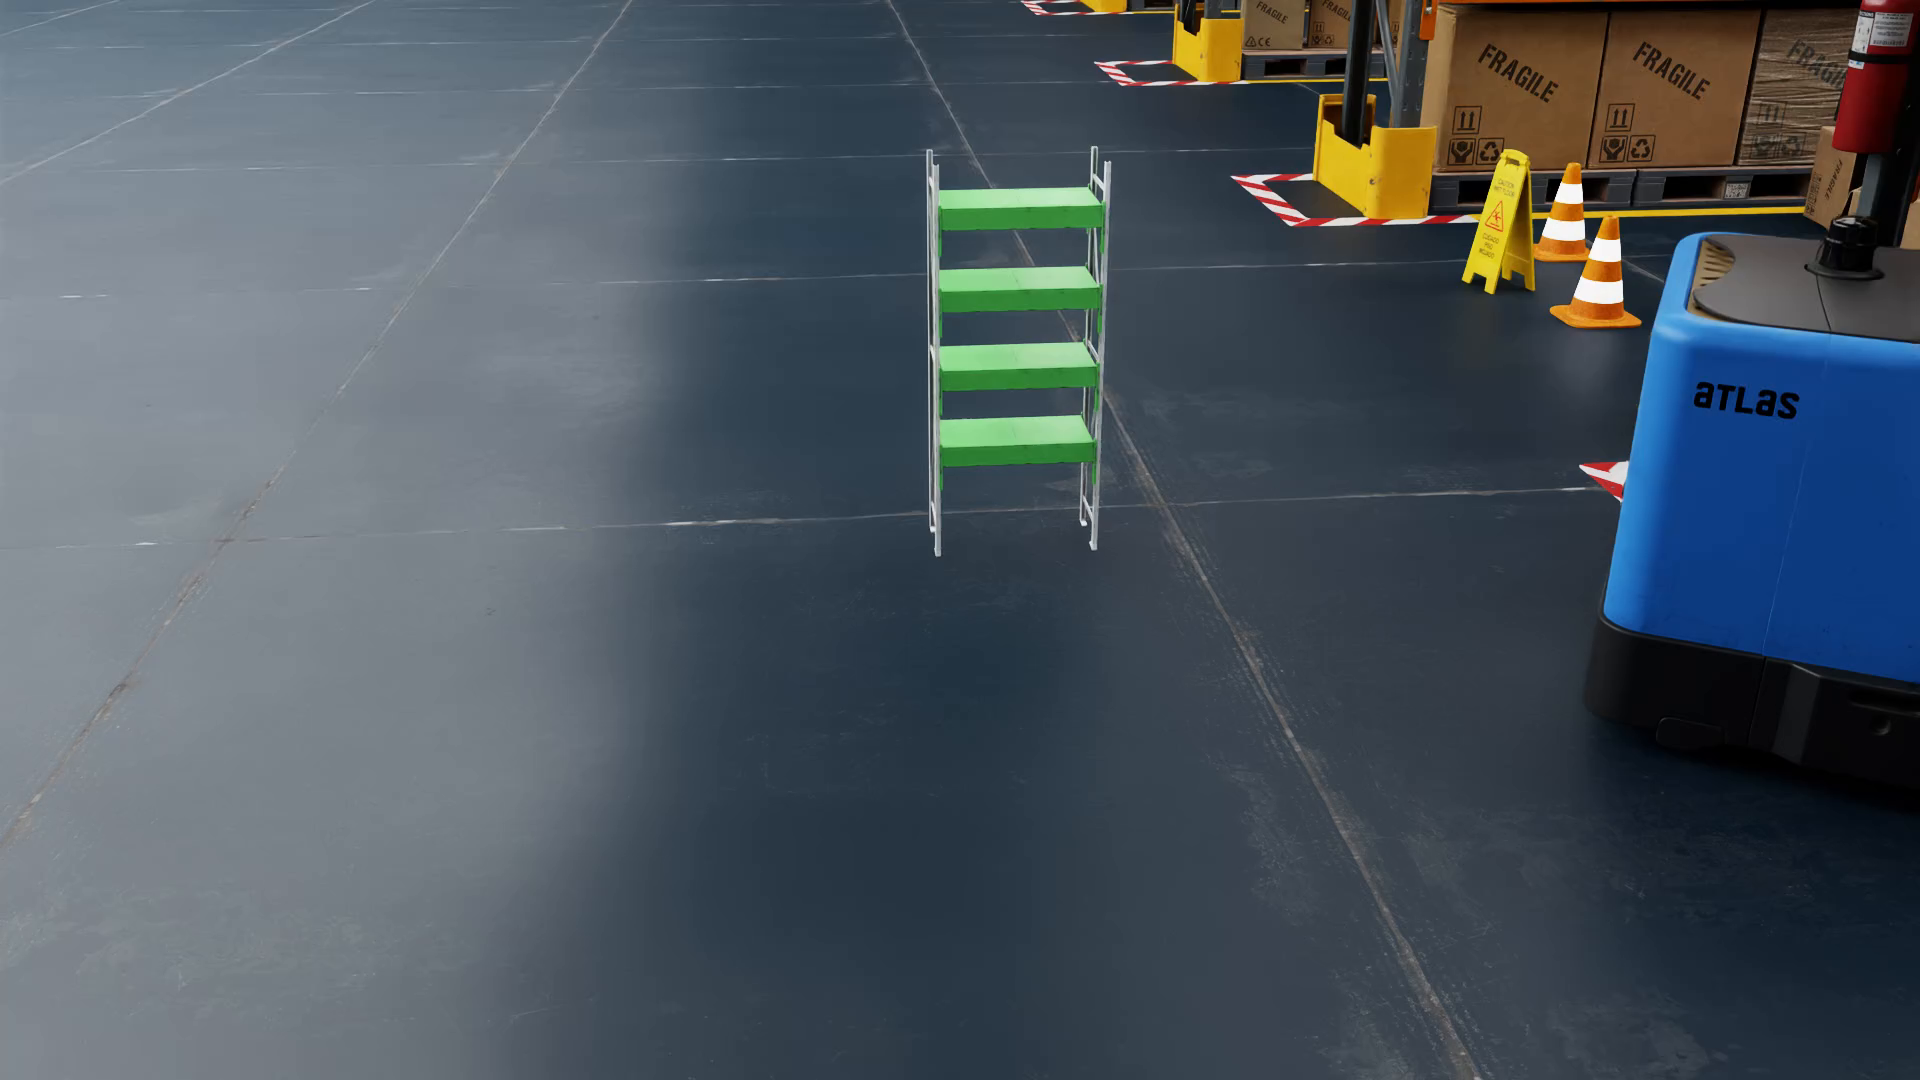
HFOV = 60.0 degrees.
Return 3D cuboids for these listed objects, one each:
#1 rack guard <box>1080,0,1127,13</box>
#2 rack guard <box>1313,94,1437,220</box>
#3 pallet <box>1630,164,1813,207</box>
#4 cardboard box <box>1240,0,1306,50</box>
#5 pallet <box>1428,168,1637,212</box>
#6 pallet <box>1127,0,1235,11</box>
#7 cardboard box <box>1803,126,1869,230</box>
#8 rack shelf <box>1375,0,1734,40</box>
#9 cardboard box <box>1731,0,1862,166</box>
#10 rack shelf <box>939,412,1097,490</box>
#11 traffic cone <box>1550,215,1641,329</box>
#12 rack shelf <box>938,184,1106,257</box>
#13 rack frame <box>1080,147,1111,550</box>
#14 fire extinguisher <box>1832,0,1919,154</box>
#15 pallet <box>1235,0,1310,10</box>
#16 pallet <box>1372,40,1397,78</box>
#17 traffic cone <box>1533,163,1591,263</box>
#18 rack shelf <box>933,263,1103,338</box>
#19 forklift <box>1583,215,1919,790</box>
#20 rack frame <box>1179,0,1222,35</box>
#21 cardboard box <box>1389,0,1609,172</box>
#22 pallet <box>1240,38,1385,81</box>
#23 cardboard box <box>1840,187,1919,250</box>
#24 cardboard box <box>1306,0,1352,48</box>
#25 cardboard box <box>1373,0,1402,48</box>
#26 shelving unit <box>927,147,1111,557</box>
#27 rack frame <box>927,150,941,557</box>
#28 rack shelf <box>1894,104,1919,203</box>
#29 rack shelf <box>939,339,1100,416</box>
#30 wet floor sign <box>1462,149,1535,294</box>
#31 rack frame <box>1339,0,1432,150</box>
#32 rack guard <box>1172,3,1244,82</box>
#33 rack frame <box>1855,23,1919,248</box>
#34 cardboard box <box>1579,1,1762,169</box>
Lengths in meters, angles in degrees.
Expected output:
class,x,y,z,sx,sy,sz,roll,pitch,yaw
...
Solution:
class,x,y,z,sx,sy,sz,roll,pitch,yaw
rack guard,1.621,-6.286,18.777,0.348,0.500,1.175,-2,24,-5
rack guard,2.400,-2.252,9.702,0.348,0.500,1.175,-2,24,-5
pallet,4.423,-2.232,10.012,1.213,0.211,1.003,-2,24,-5
cardboard box,2.660,-4.472,14.179,0.500,0.500,0.500,2,24,5
pallet,3.212,-2.185,9.905,1.213,0.211,1.003,-2,24,-5
pallet,2.430,-6.184,18.904,1.213,0.211,1.003,-2,24,-5
cardboard box,4.960,-1.937,8.990,0.500,0.500,0.500,2,24,4
rack shelf,4.414,-3.147,9.522,4.000,0.370,1.077,-2,24,-5
cardboard box,4.875,-2.742,9.824,0.875,0.875,0.875,-2,24,-5
rack shelf,0.165,-0.277,5.145,0.480,0.148,0.258,-2,24,-5
traffic cone,2.864,-1.213,7.410,0.334,0.463,0.336,-2,24,-5
rack shelf,0.165,-0.935,4.852,0.480,0.148,0.258,-2,24,-5
rack frame,0.408,-0.565,5.043,0.015,1.200,0.240,-2,24,-5
fire extinguisher,2.852,-1.545,5.128,0.183,0.674,0.296,-2,24,-5
pallet,3.641,-6.232,19.011,1.213,0.211,1.003,-2,24,-5
pallet,4.136,-4.199,14.436,1.213,0.211,1.003,-2,24,-5
traffic cone,3.092,-1.683,8.468,0.334,0.463,0.336,-2,24,-5
rack shelf,0.165,-0.716,4.950,0.480,0.148,0.258,-2,24,-5
forklift,3.122,-0.778,3.392,3.031,2.935,1.130,11,26,23
rack frame,2.037,-5.404,13.716,0.127,3.000,1.000,-2,24,-5
cardboard box,3.092,-2.670,9.663,0.875,0.875,0.875,-2,24,-5
pallet,2.924,-4.151,14.330,1.213,0.211,1.003,-2,24,-5
cardboard box,4.510,-1.351,7.671,0.797,0.503,0.637,22,32,40
cardboard box,3.251,-4.510,14.264,0.500,0.500,0.500,4,24,9
cardboard box,3.876,-4.527,14.303,0.500,0.500,0.500,0,24,0
shelving unit,0.165,-0.555,5.021,0.503,1.200,0.258,-2,24,-5
rack frame,-0.078,-0.545,4.999,0.015,1.200,0.240,-2,24,-5
rack shelf,5.001,-1.150,5.030,4.000,0.370,1.077,-2,24,-5
rack shelf,0.165,-0.496,5.047,0.480,0.148,0.258,-2,24,-5
wet floor sign,2.589,-1.518,7.871,0.232,0.644,0.267,-6,25,-14
rack frame,2.424,-3.395,9.196,0.127,3.000,1.000,-2,24,-5
rack guard,2.112,-4.265,14.230,0.348,0.500,1.175,-2,24,-5
rack frame,3.011,-1.399,4.704,0.127,3.000,1.000,-2,24,-5
cardboard box,3.967,-2.706,9.744,0.875,0.875,0.875,-3,24,-6
